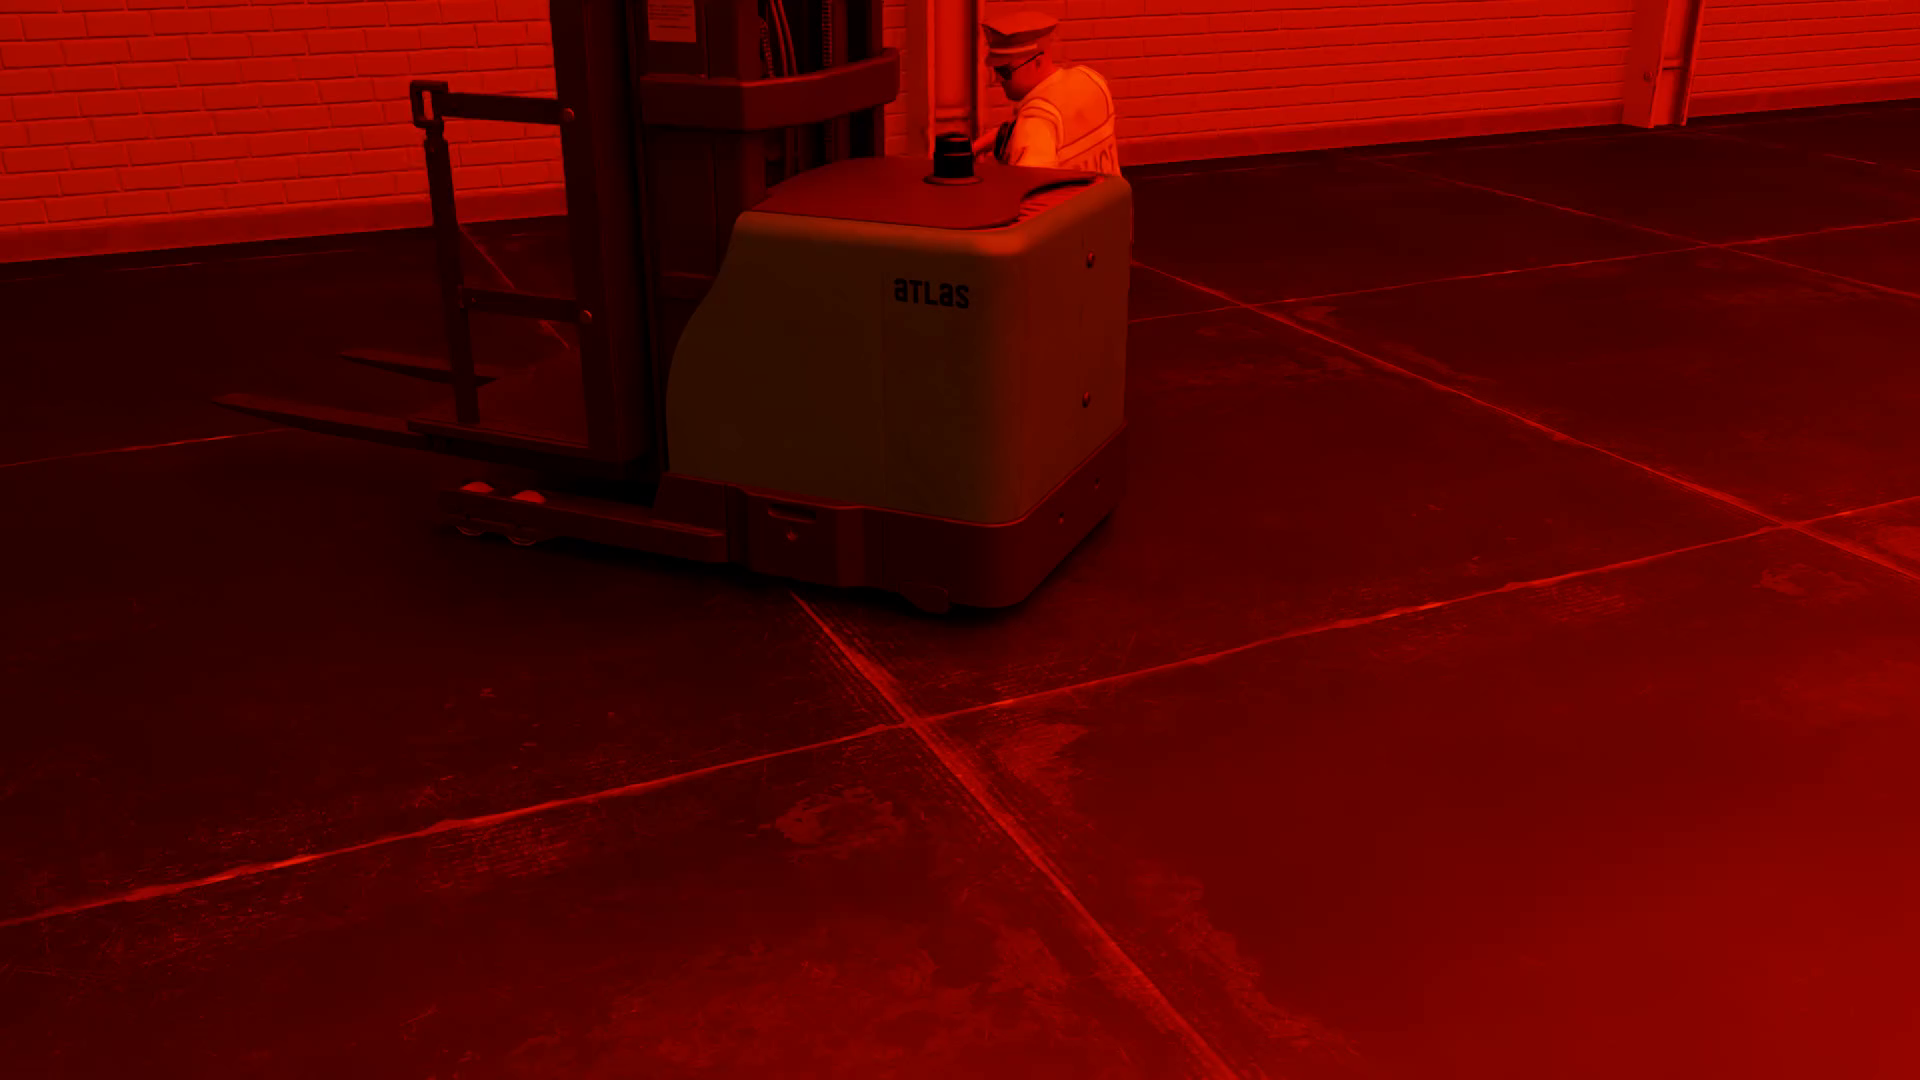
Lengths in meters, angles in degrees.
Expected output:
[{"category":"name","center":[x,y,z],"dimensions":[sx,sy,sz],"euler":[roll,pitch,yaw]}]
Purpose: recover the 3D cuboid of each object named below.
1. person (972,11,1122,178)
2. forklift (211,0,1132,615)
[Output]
[{"category":"person","center":[0.261,-0.997,5.651],"dimensions":[0.682,1.518,0.927],"euler":[-5,23,-12]},{"category":"forklift","center":[-1.040,-1.508,4.917],"dimensions":[3.031,2.935,1.130],"euler":[10,24,22]}]
